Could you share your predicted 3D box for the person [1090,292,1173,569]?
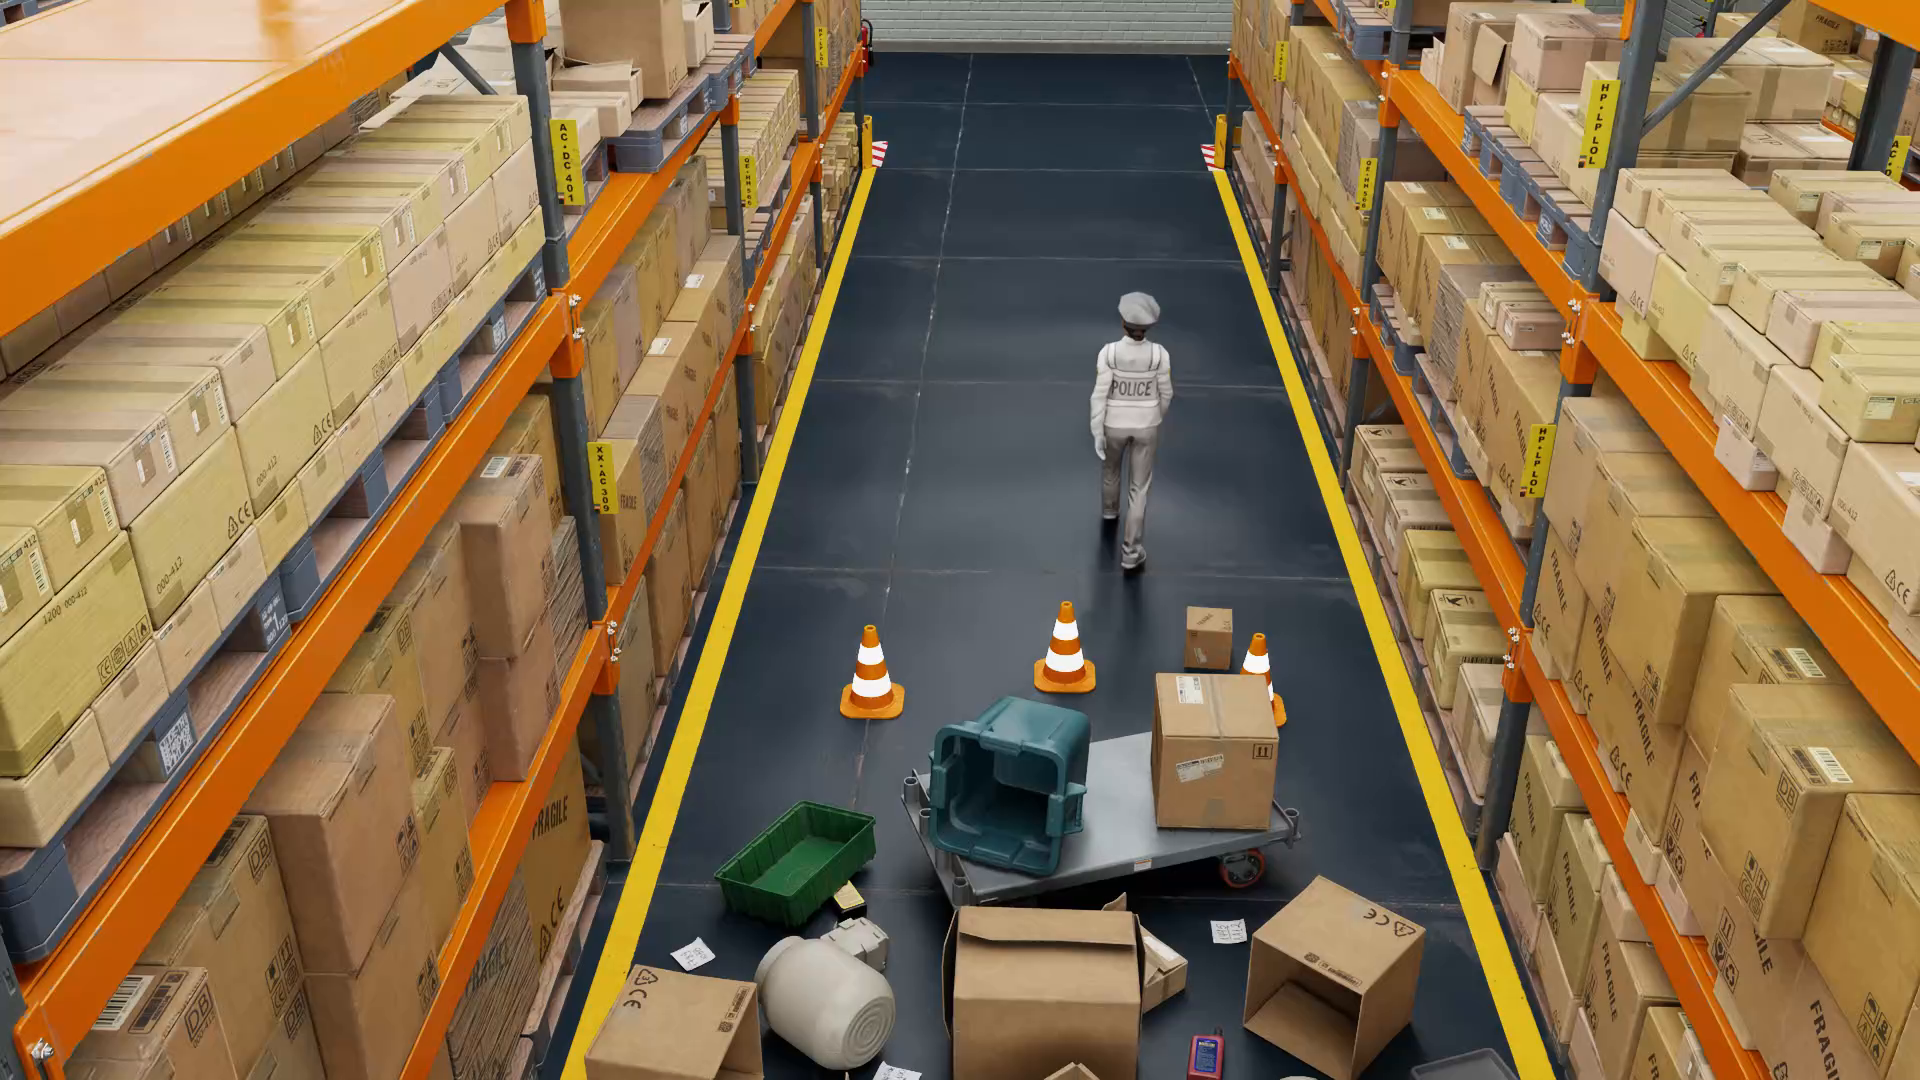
[{"bbox_3d":[1.048,-0.731,10.148,0.482,1.660,0.922,5,29,9],"label":"person"}]
